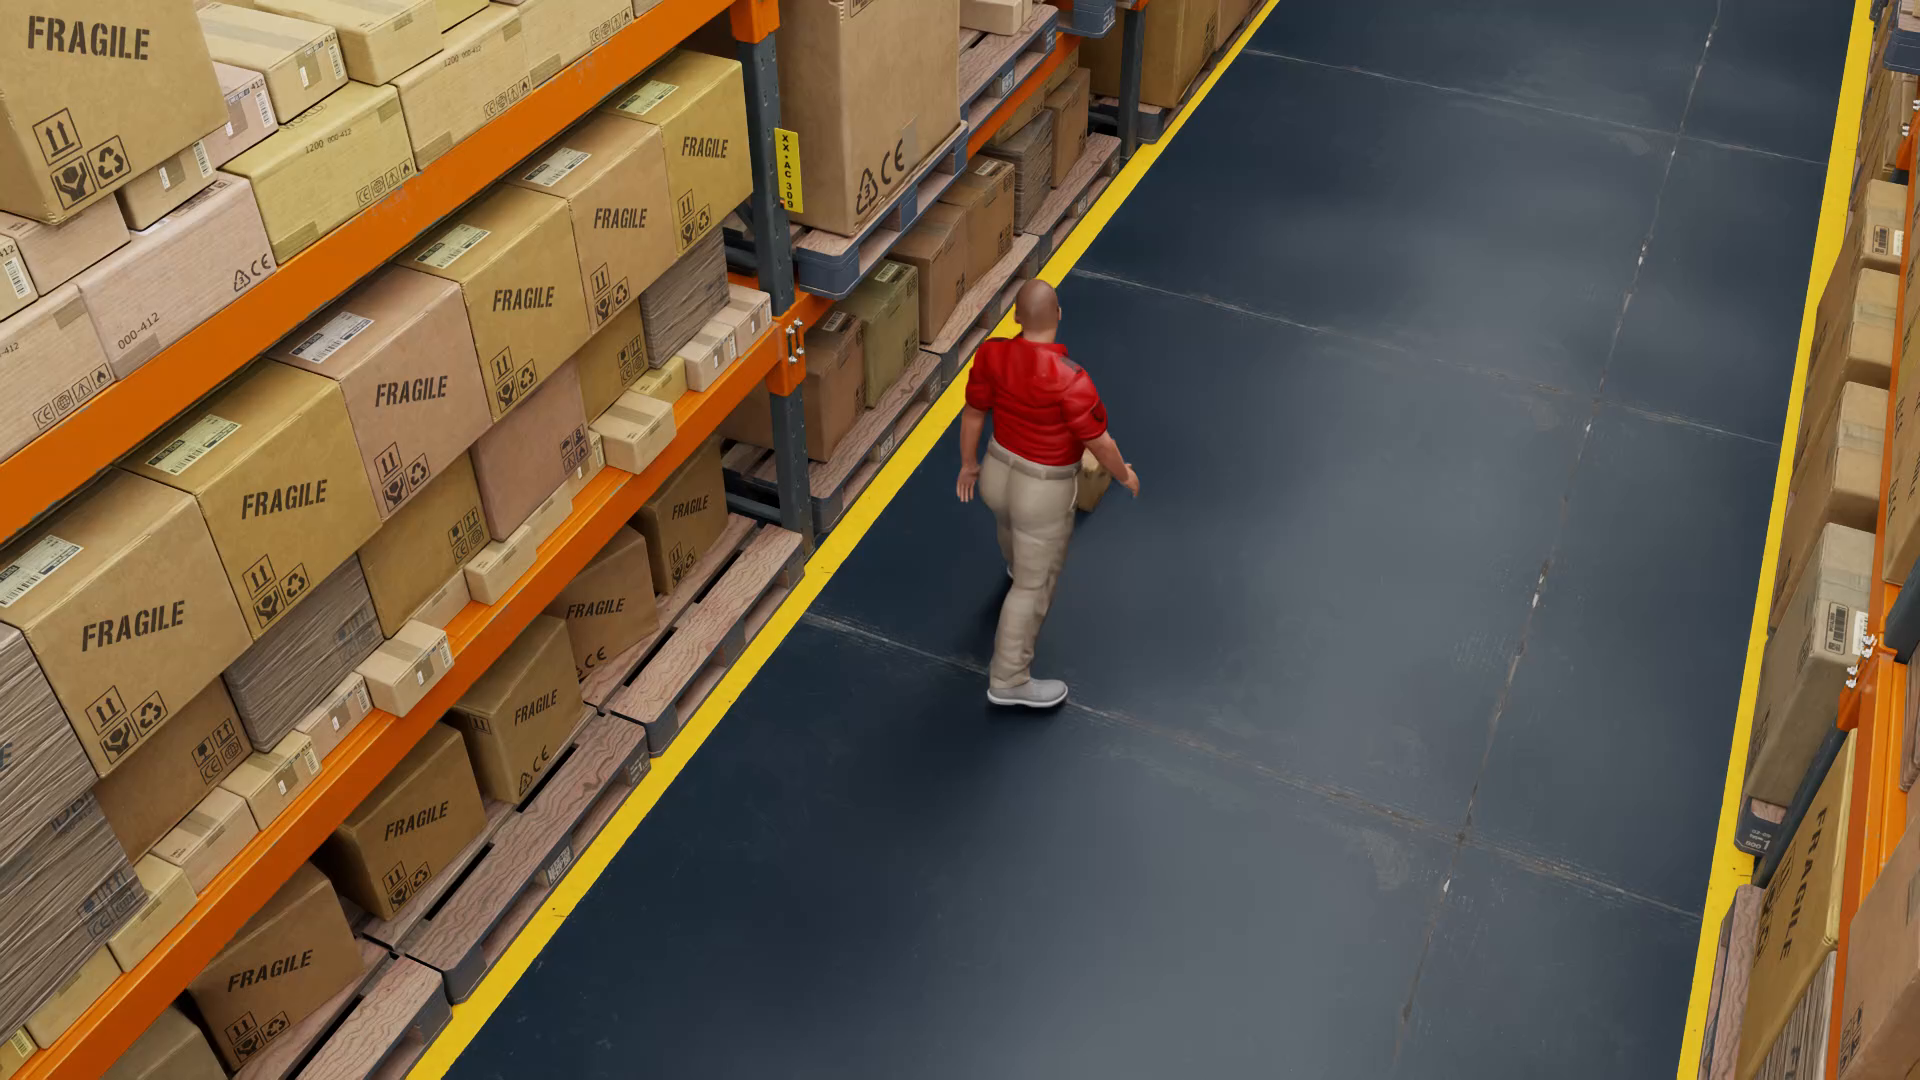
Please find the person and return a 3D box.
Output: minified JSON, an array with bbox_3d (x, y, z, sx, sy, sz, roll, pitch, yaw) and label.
[{"bbox_3d":[0.320,-0.254,6.456,0.728,1.666,0.948,32,51,30],"label":"person"}]
